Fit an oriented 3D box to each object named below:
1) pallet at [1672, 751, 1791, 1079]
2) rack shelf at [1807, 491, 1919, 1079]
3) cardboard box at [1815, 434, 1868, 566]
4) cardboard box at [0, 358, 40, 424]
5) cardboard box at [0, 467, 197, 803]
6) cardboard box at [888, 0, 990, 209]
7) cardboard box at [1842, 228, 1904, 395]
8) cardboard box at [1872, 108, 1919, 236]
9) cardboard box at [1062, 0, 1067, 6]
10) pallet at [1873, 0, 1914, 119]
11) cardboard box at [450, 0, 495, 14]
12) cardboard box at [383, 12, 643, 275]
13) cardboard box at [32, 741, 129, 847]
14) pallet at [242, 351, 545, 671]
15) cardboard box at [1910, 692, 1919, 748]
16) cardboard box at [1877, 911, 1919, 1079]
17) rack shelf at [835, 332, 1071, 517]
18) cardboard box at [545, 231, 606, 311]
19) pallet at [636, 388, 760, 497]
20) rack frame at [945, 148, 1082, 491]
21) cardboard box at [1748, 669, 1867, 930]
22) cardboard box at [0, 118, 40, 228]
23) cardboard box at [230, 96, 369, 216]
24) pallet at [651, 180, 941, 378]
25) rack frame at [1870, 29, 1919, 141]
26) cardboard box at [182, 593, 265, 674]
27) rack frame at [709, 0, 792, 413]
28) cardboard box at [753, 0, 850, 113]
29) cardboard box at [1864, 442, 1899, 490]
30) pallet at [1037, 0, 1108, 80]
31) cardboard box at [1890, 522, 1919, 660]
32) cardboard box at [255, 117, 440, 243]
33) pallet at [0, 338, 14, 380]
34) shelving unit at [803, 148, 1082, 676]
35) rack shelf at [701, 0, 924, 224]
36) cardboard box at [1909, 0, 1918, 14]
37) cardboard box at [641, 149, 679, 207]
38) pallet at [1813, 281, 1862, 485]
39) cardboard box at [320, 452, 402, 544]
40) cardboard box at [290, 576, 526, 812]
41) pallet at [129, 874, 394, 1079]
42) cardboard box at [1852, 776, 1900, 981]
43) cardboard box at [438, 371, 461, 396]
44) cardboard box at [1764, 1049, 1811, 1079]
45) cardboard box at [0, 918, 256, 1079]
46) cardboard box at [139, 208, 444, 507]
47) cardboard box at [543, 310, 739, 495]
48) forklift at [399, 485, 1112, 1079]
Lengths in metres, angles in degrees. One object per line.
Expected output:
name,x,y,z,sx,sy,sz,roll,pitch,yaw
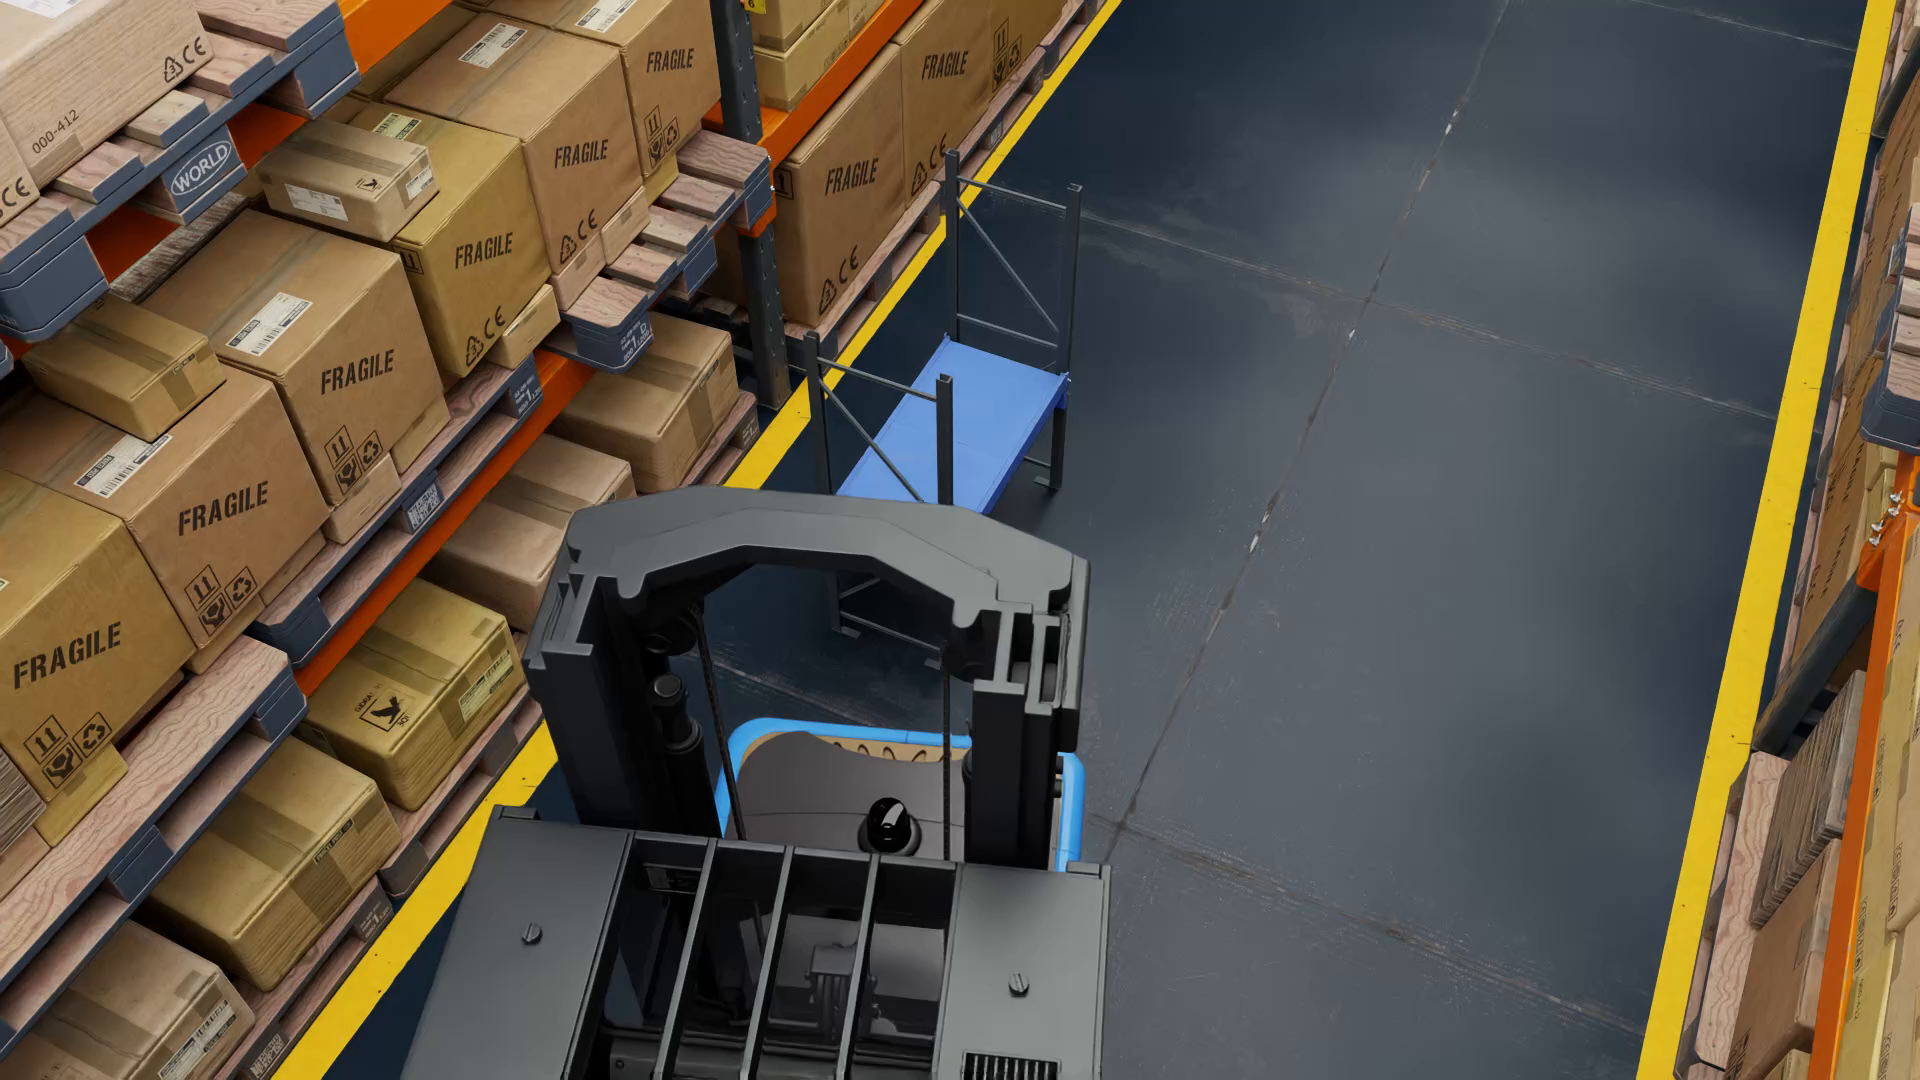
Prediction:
pallet,2.907,1.357,5.272,1.003,0.211,1.213,20,52,16
rack shelf,2.439,1.509,3.784,1.077,0.370,4.000,20,52,16
cardboard box,3.503,-0.130,6.071,0.500,0.500,0.500,19,52,16
cardboard box,-2.478,-0.312,4.325,0.500,0.500,0.500,21,53,17
cardboard box,-2.231,0.201,3.888,0.500,0.500,0.500,20,52,16
cardboard box,-0.441,-2.223,7.606,0.875,0.875,0.875,20,53,17
cardboard box,3.930,-0.855,6.688,0.500,0.500,0.500,18,52,15
cardboard box,4.374,-1.552,7.282,0.500,0.500,0.500,19,52,16
cardboard box,0.321,-3.463,8.661,0.875,0.875,0.875,21,53,17
pallet,5.297,-2.425,8.490,1.003,0.211,1.213,20,52,16
cardboard box,-1.597,-1.744,5.543,0.500,0.500,0.500,18,52,15
cardboard box,-1.349,-1.216,5.093,0.500,0.500,0.500,19,52,16
cardboard box,-2.268,0.539,4.026,0.380,0.149,0.250,21,53,17
pallet,-2.004,-0.275,4.956,1.003,0.211,1.213,20,52,16
cardboard box,2.668,0.356,4.063,0.500,0.250,0.500,21,53,17
cardboard box,2.233,1.070,3.455,0.500,0.250,0.500,20,53,17
rack shelf,-0.036,-0.311,6.081,0.538,0.185,1.000,20,52,16
cardboard box,-1.354,-0.899,5.250,0.380,0.149,0.250,18,52,14
pallet,-1.531,-0.273,6.658,1.003,0.211,1.213,20,52,16
rack frame,0.181,-0.777,6.242,0.500,1.500,0.032,20,52,16
cardboard box,3.015,0.957,5.065,0.875,0.625,0.625,21,53,17
cardboard box,-2.077,-0.640,2.994,0.500,0.250,0.500,19,52,16
cardboard box,-2.034,-1.015,4.923,0.500,0.500,0.500,21,53,17
pallet,-0.791,-1.329,7.557,1.003,0.211,1.213,20,52,16
rack frame,5.003,-2.856,7.026,1.000,3.000,0.127,20,52,16
cardboard box,-2.068,0.156,4.352,0.380,0.149,0.250,21,53,17
rack frame,-1.196,-1.714,6.054,1.000,3.000,0.127,20,52,16
cardboard box,-0.759,-1.920,6.328,0.500,0.250,0.500,19,52,15
cardboard box,3.364,-0.258,5.755,0.380,0.149,0.250,17,52,14
pallet,0.252,-3.009,8.987,1.003,0.211,1.213,20,52,16
cardboard box,2.883,0.173,4.547,0.500,0.250,0.500,20,52,16
cardboard box,-1.639,-0.971,4.459,0.380,0.149,0.250,18,52,14
pallet,-2.544,-0.261,2.971,1.213,0.211,1.003,20,52,16
shelving unit,-0.036,-0.427,5.944,0.538,1.500,1.048,20,52,16
rack shelf,-0.341,-2.858,7.500,1.077,0.370,4.000,20,52,16
cardboard box,5.128,-2.831,8.524,0.396,0.266,0.258,22,53,17
cardboard box,-1.172,-1.258,5.555,0.380,0.149,0.250,21,53,17
pallet,4.170,-0.536,6.883,1.003,0.211,1.213,20,52,16
cardboard box,-1.801,-0.180,4.638,0.380,0.149,0.250,22,53,17
cardboard box,-2.083,0.419,5.689,0.950,0.372,0.625,21,53,17
pallet,-2.573,1.408,5.229,1.003,0.211,1.213,20,52,16
cardboard box,2.450,0.875,3.949,0.500,0.250,0.500,18,52,15
cardboard box,-1.680,-0.573,4.972,0.380,0.149,0.250,20,53,16
cardboard box,2.456,1.873,4.285,0.875,0.625,0.625,18,52,15
cardboard box,-2.683,1.394,4.859,0.950,0.372,0.625,20,53,17
cardboard box,-1.798,-0.492,4.478,0.500,0.500,0.500,18,52,15
cardboard box,-1.446,-0.613,6.566,0.950,0.372,0.625,17,52,14
forklift,-0.312,1.404,3.446,1.130,2.935,3.031,5,50,4
